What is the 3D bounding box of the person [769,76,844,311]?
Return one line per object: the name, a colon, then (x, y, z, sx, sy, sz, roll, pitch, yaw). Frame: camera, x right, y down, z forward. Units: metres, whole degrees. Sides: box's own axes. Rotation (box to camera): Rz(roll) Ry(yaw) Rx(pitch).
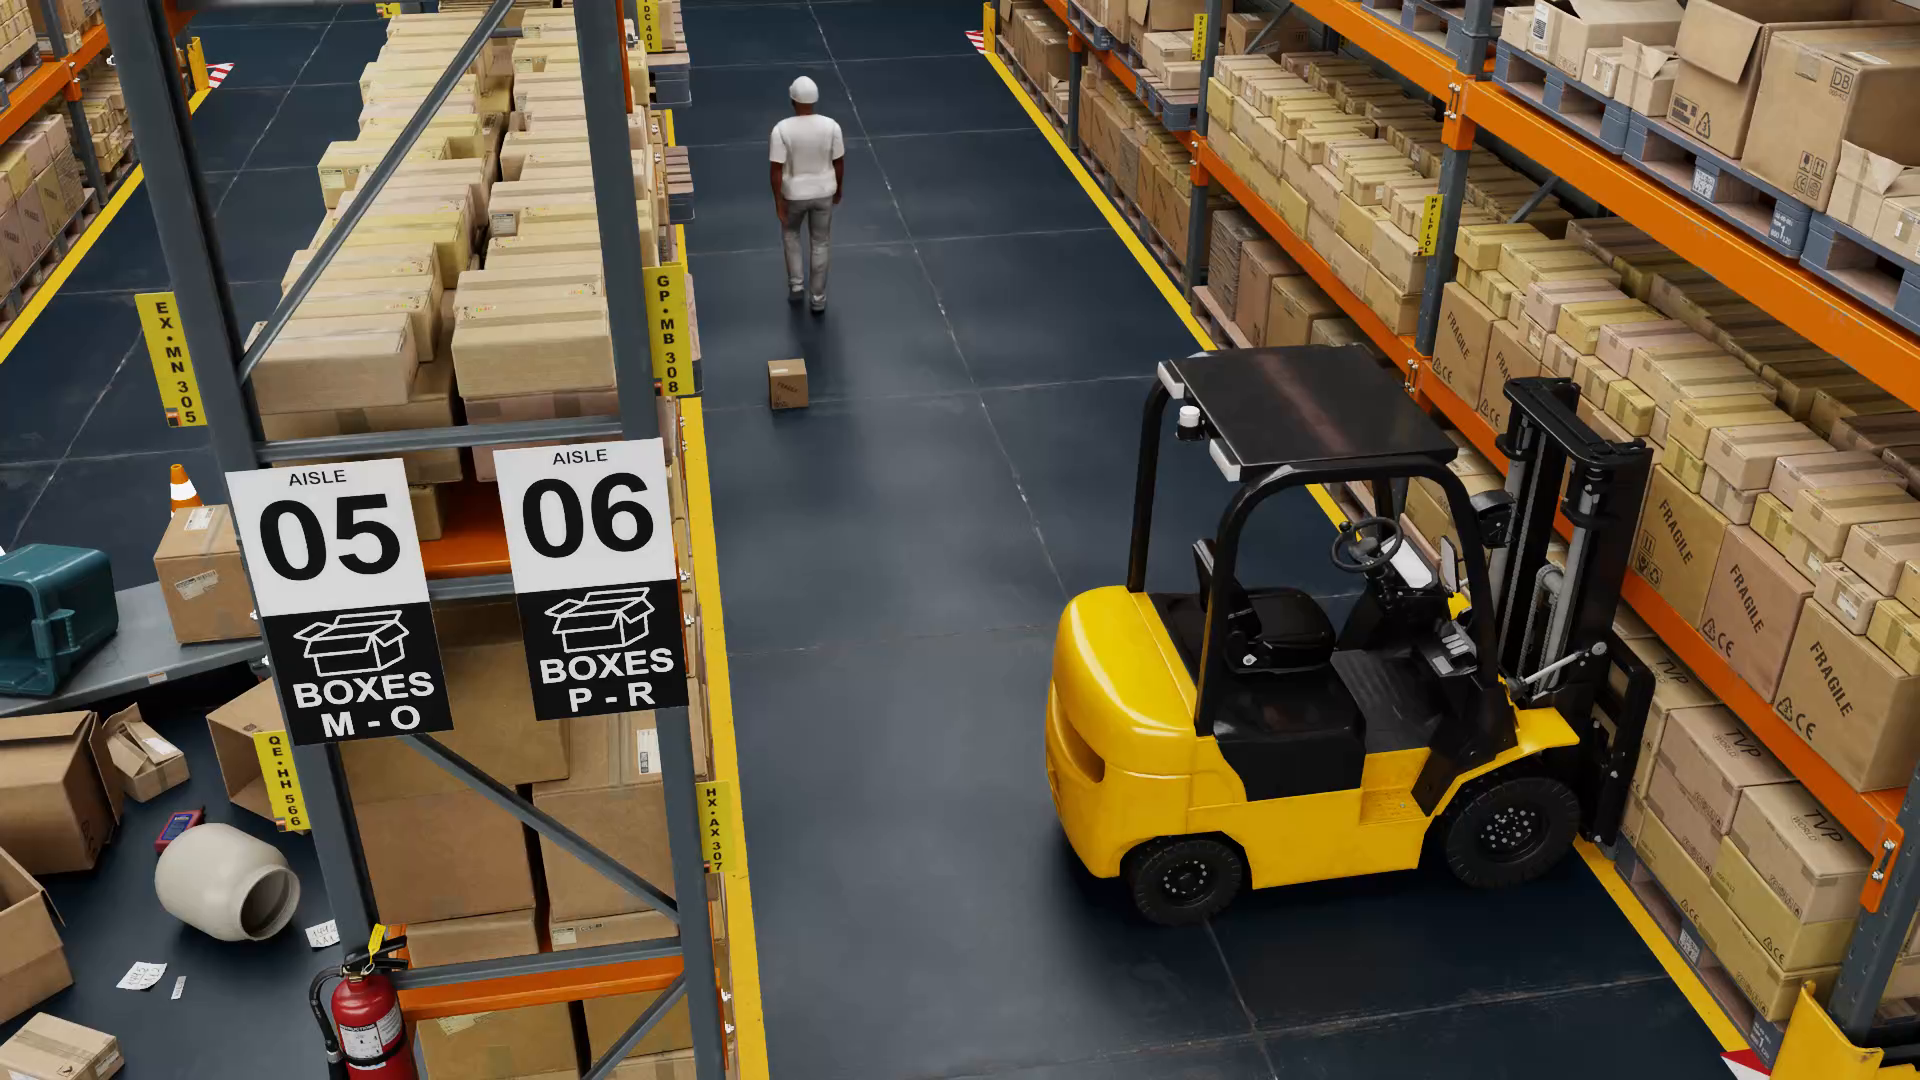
person: (-1.142, -2.593, 12.530, 0.562, 1.814, 0.516, -4, 31, -7)
